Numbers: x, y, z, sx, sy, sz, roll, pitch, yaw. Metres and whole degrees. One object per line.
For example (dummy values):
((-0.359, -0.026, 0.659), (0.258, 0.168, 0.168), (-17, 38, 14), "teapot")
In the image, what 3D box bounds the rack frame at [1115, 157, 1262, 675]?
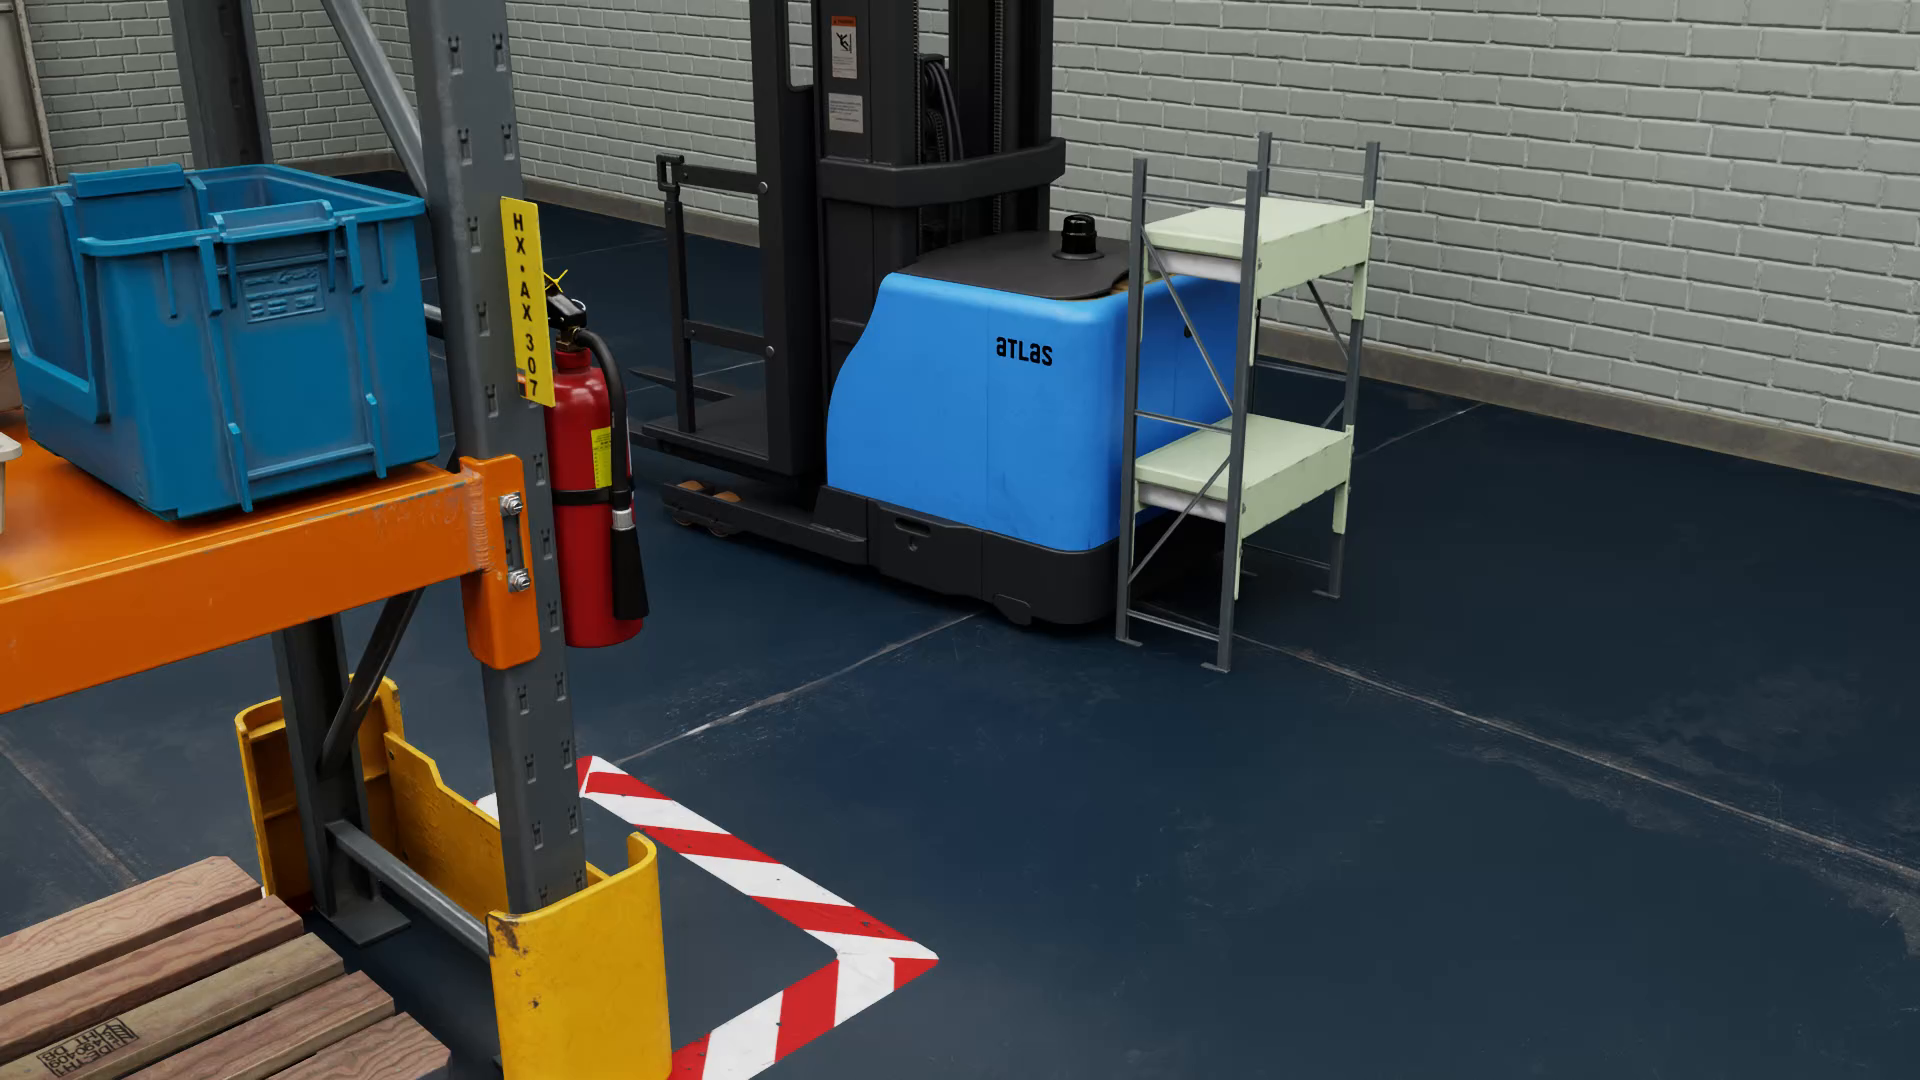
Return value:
((0.654, -0.341, 4.872), (0.400, 1.500, 0.023), (16, 26, 35), "rack frame")

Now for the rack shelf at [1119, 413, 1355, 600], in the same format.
((0.881, -0.140, 5.257), (0.431, 0.370, 0.720), (16, 26, 35), "rack shelf")

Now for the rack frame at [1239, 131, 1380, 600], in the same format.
((1.108, -0.547, 5.408), (0.400, 1.500, 0.023), (16, 26, 35), "rack frame")

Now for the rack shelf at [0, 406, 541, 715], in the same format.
((-2.488, 0.415, 1.816), (1.077, 0.370, 4.000), (19, 28, 41), "rack shelf")

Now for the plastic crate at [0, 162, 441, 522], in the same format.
((-1.193, -0.346, 2.661), (0.616, 0.435, 0.499), (19, 28, 41), "plastic crate")

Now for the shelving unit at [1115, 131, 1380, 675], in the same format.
((0.881, -0.444, 5.140), (0.431, 1.500, 0.755), (16, 26, 35), "shelving unit")

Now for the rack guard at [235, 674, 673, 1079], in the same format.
((-1.086, 0.723, 3.497), (1.175, 0.500, 0.348), (19, 28, 41), "rack guard")

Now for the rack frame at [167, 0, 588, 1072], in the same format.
((-1.093, -0.434, 3.024), (1.000, 3.000, 0.127), (19, 28, 41), "rack frame")

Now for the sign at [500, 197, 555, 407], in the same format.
((-0.688, -0.377, 2.647), (0.100, 0.325, 0.005), (19, 28, 41), "sign")

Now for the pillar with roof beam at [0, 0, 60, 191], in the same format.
((-3.843, -5.547, 7.964), (9.100, 9.000, 0.400), (19, 28, 41), "pillar with roof beam")

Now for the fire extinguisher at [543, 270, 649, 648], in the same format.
((-0.662, -0.149, 2.910), (0.296, 0.674, 0.183), (19, 28, 41), "fire extinguisher")

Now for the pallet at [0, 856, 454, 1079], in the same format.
((-1.696, 1.069, 2.998), (1.003, 0.211, 1.213), (19, 28, 41), "pallet")

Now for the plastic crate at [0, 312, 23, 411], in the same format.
((-1.784, -0.297, 2.949), (0.250, 0.136, 0.298), (19, 28, 41), "plastic crate")

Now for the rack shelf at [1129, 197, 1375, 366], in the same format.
((0.881, -0.808, 5.000), (0.431, 0.370, 0.720), (16, 26, 35), "rack shelf")

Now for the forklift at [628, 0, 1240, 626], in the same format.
((-0.485, -1.508, 5.914), (3.031, 2.935, 1.130), (16, 26, 36), "forklift")

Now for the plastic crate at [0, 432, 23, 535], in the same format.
((-1.532, -0.084, 2.397), (0.396, 0.136, 0.243), (19, 28, 41), "plastic crate")
